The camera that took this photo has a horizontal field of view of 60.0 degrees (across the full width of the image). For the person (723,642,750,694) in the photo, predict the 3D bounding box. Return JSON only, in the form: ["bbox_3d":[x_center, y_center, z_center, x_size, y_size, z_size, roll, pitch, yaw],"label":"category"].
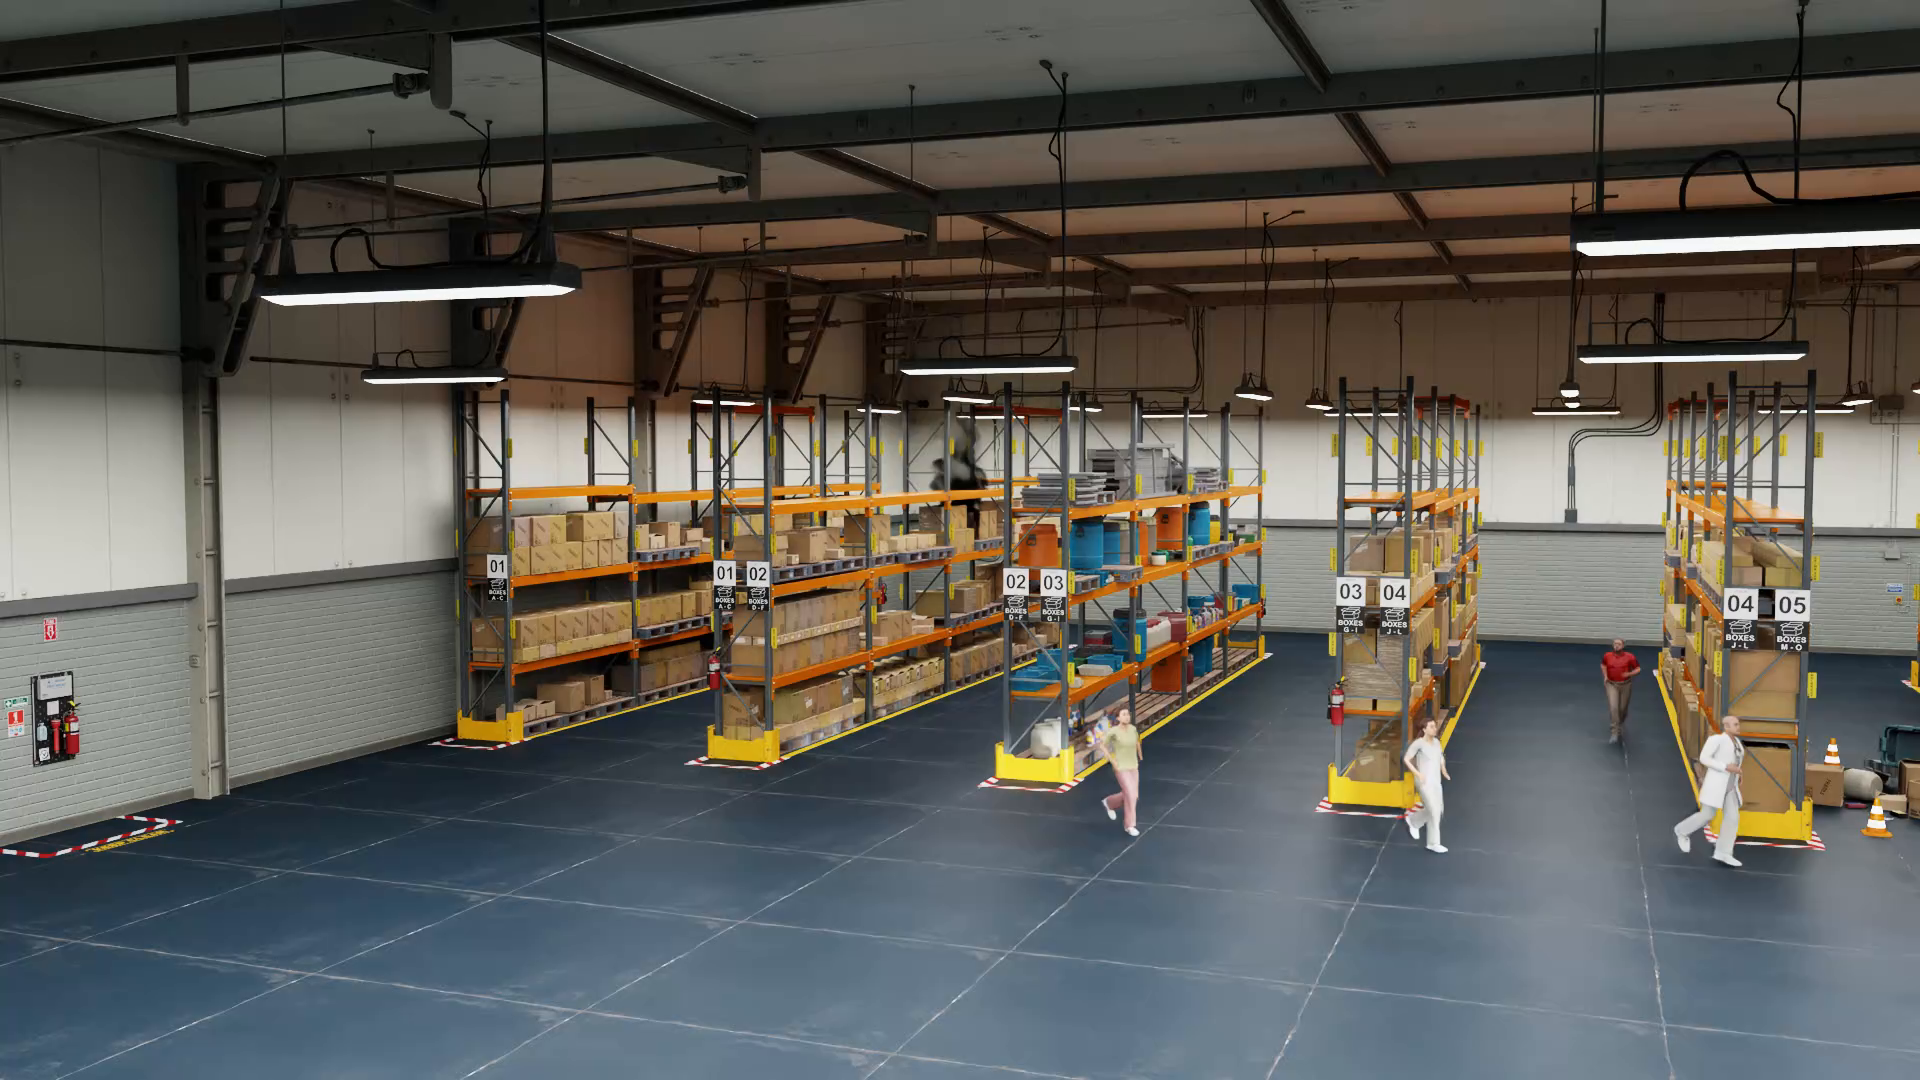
[{"bbox_3d":[-4.009,2.458,29.956,0.715,1.754,1.021,1,3,17],"label":"person"}]

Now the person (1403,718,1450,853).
[{"bbox_3d":[5.803,3.030,20.779,0.586,1.647,0.727,-2,4,-30],"label":"person"}]

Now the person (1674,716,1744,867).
[{"bbox_3d":[9.303,3.016,20.317,0.739,1.734,1.004,-2,4,-27],"label":"person"}]

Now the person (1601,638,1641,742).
[{"bbox_3d":[11.387,2.566,28.689,0.647,1.748,0.911,1,3,24],"label":"person"}]

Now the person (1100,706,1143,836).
[{"bbox_3d":[2.126,3.011,21.761,0.575,1.614,0.720,-2,4,-31],"label":"person"}]
